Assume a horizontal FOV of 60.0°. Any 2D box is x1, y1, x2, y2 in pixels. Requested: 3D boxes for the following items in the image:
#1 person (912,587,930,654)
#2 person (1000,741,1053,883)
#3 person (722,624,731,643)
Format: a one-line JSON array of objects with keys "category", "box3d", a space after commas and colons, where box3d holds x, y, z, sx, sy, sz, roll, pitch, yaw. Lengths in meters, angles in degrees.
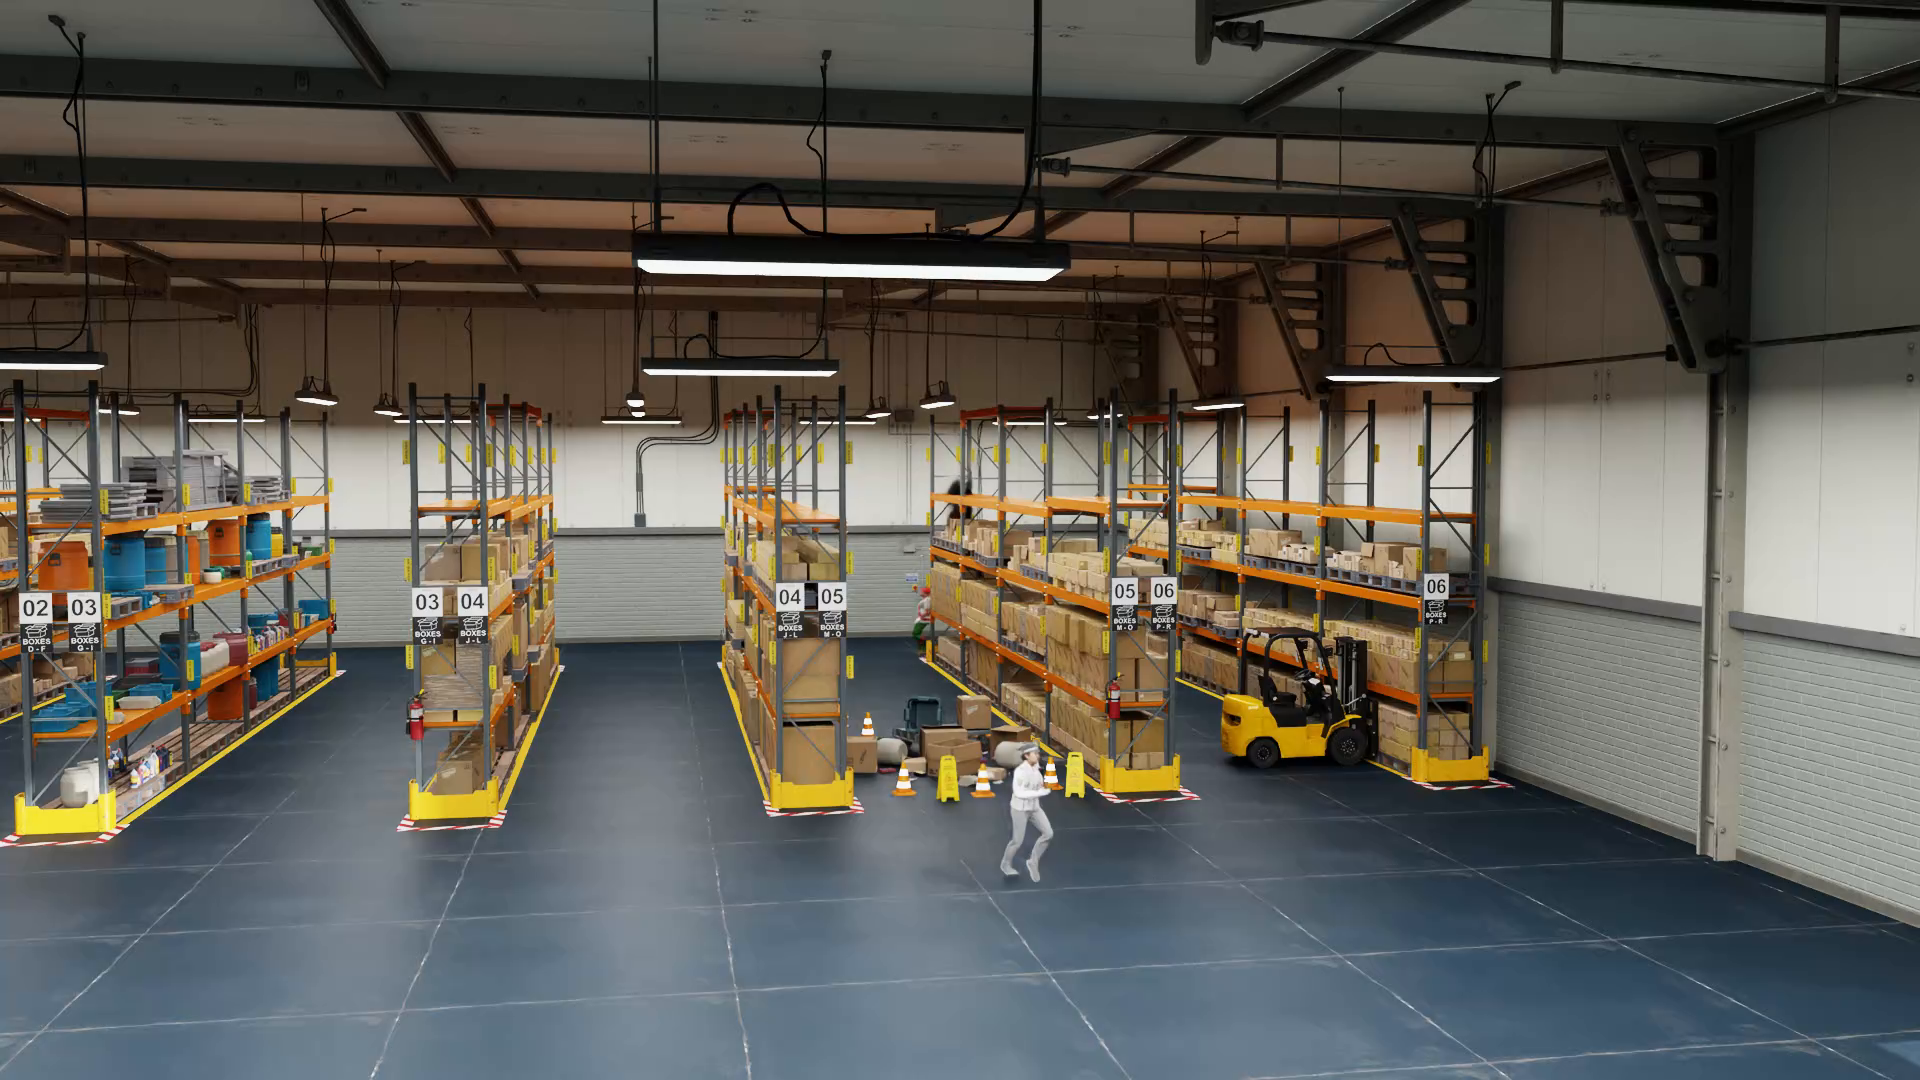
[{"category": "person", "box3d": [-0.940, 2.030, 41.760, 0.538, 1.732, 0.709, 0, 3, 7]}, {"category": "person", "box3d": [0.787, 3.168, 19.502, 0.777, 1.679, 0.641, 2, 4, 40]}, {"category": "person", "box3d": [-5.545, 2.095, 40.719, 0.529, 1.692, 0.727, -1, 3, -15]}]
